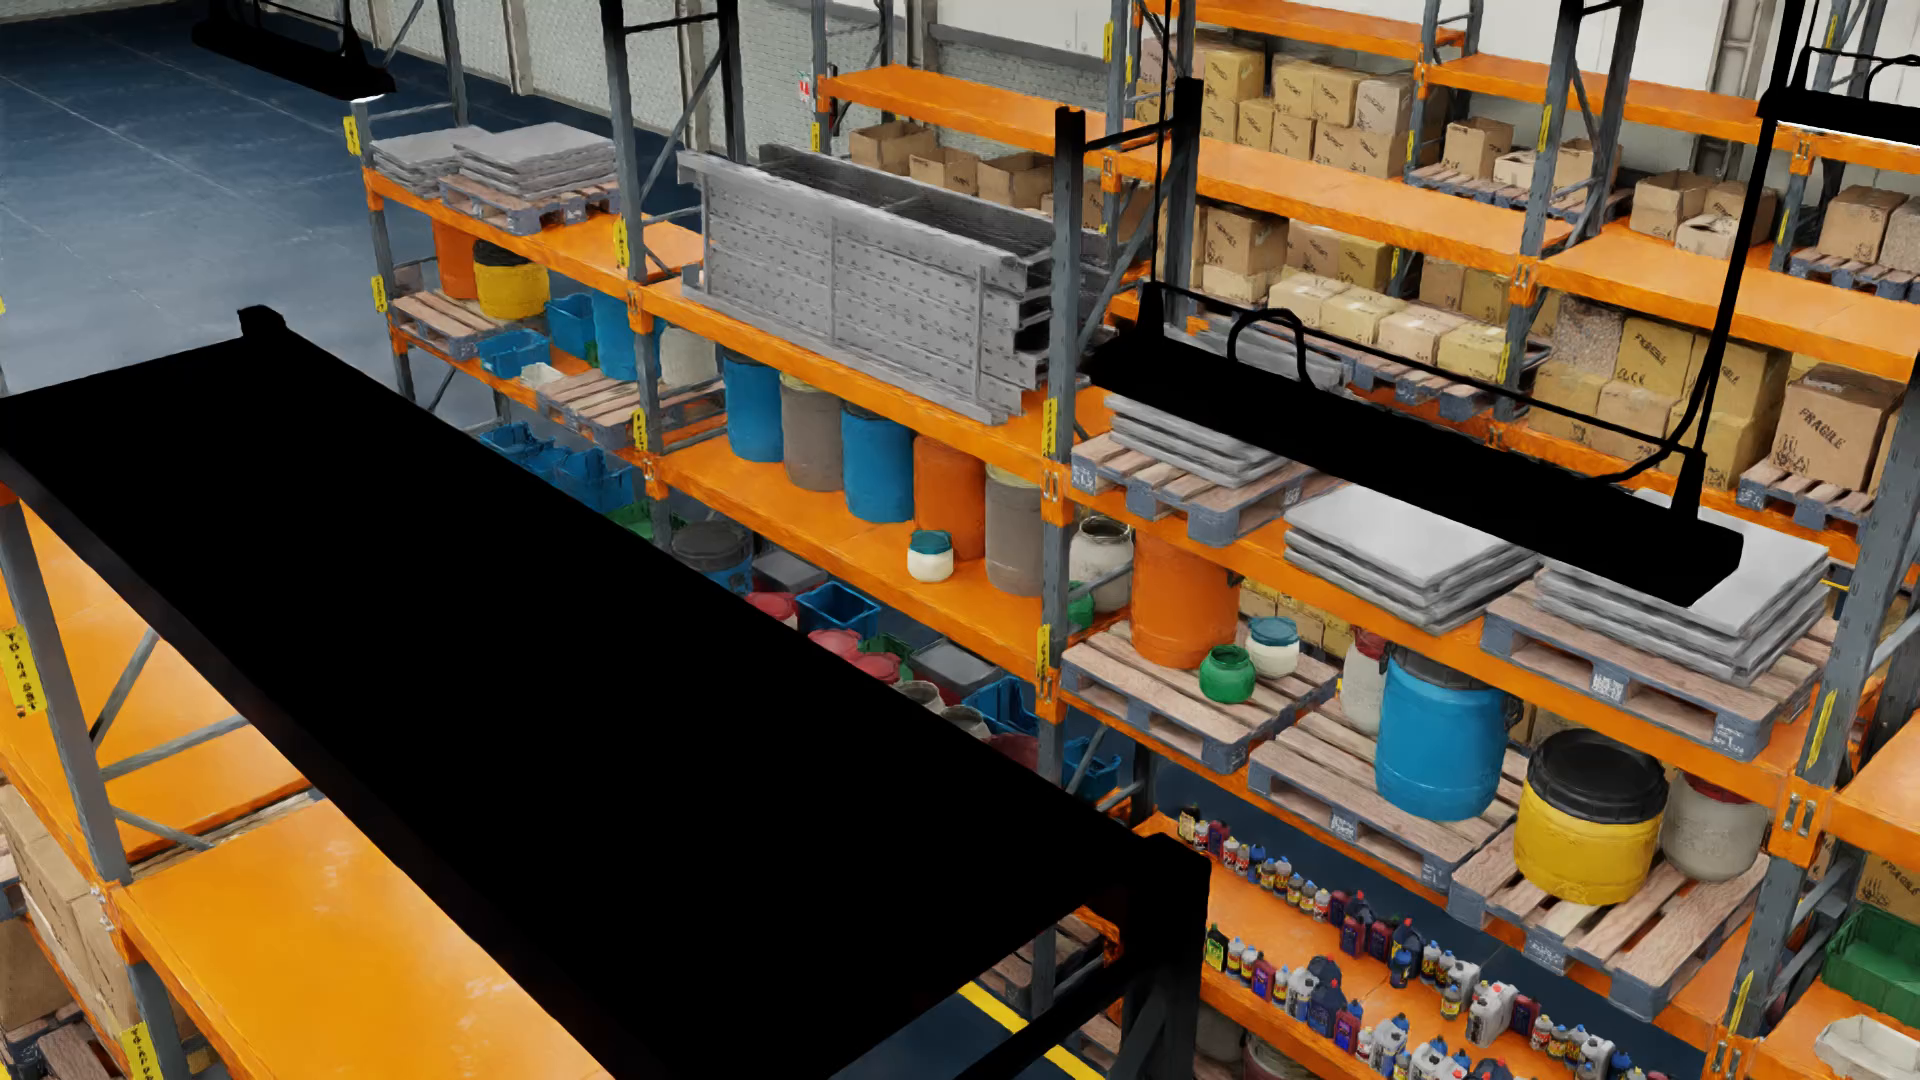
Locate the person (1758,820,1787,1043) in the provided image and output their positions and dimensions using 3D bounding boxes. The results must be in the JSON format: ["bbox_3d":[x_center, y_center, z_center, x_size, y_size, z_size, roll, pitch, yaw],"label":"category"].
[{"bbox_3d":[4.996,2.462,10.539,1.096,1.589,0.445,25,37,38],"label":"person"}]
